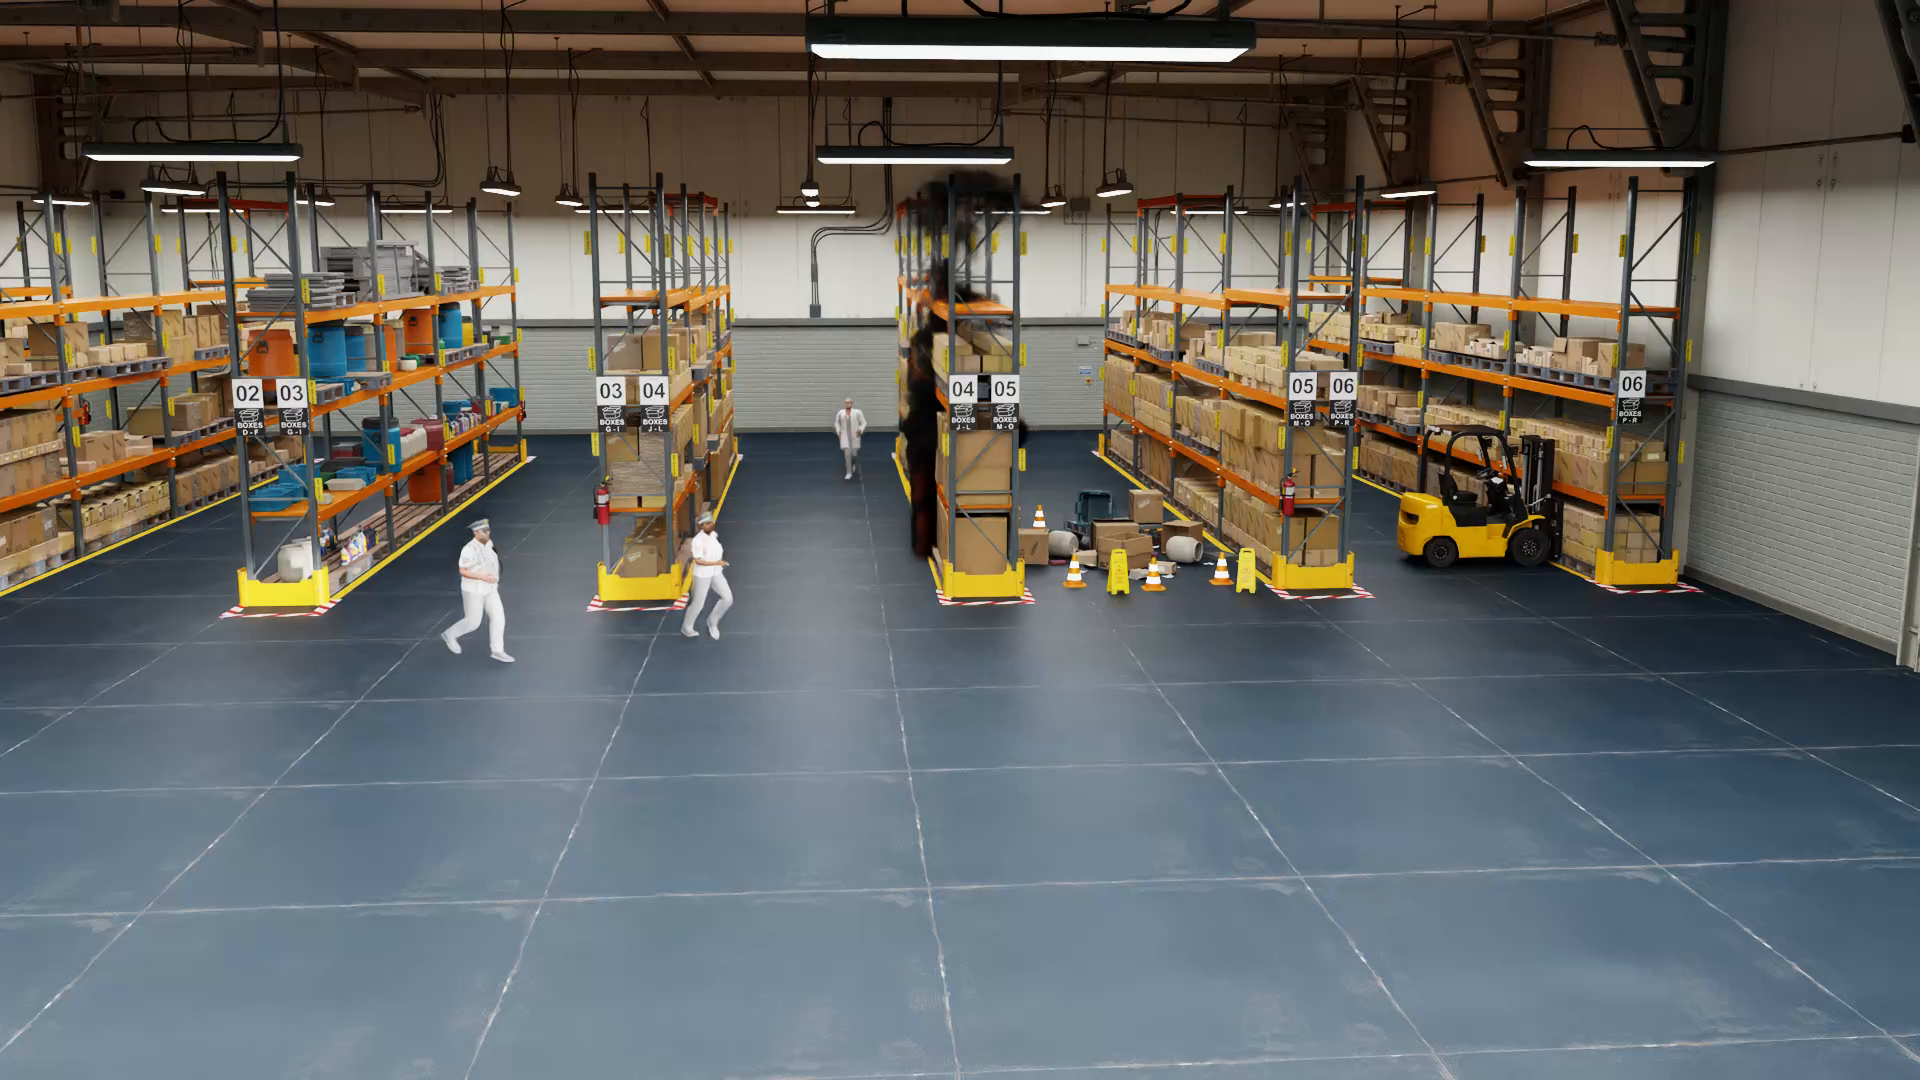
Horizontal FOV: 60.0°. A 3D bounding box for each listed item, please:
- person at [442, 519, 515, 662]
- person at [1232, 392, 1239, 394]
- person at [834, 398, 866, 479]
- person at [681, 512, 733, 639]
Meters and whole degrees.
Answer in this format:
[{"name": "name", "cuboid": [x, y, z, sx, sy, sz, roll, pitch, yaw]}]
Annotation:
[{"name": "person", "cuboid": [-5.886, 0.602, 20.238, 0.950, 1.763, 0.647, 4, 11, 24]}, {"name": "person", "cuboid": [6.165, -2.432, 37.315, 0.697, 1.831, 0.966, -3, 10, -16]}, {"name": "person", "cuboid": [-2.403, -2.226, 36.341, 0.707, 1.754, 0.657, 1, 10, 3]}, {"name": "person", "cuboid": [-3.203, 0.449, 21.244, 0.830, 1.671, 0.584, 8, 13, 39]}]
